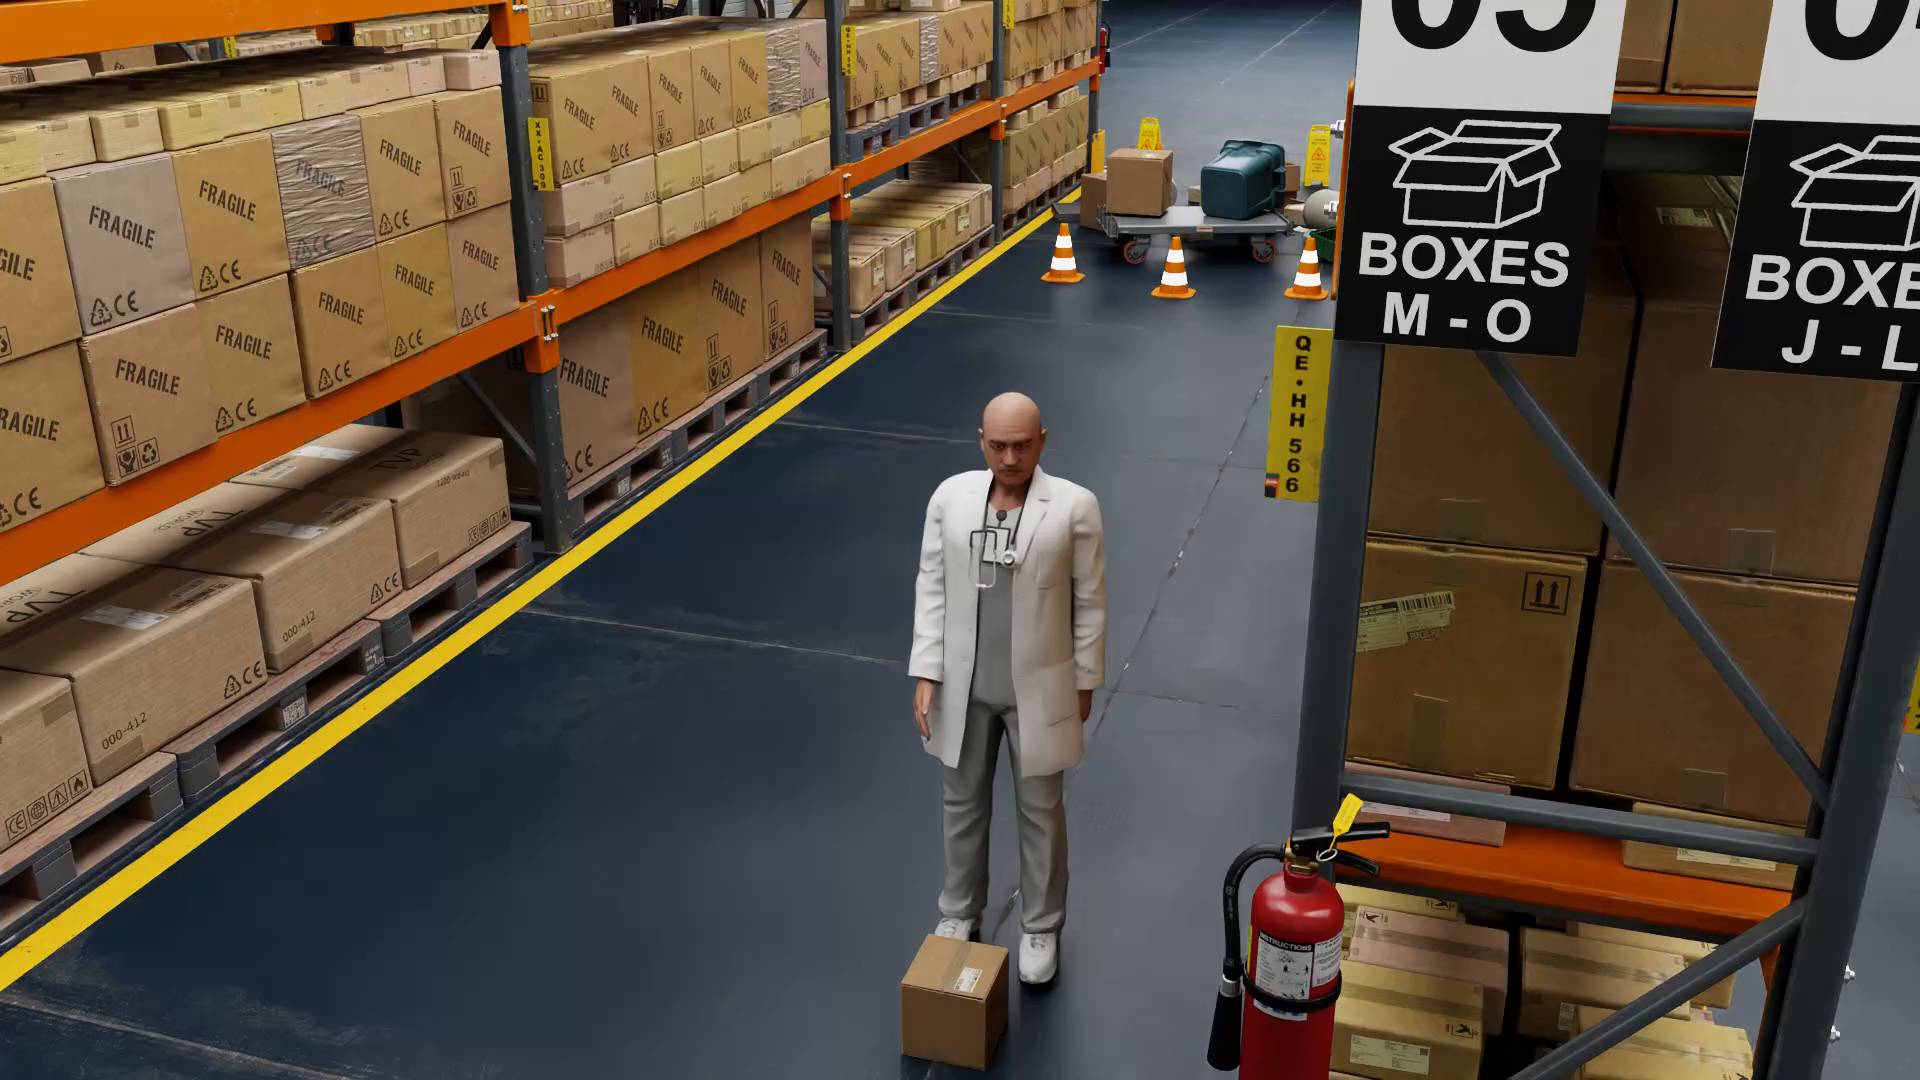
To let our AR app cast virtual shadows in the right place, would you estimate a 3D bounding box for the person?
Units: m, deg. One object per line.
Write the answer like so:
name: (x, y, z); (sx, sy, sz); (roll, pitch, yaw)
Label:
person: (0.124, 0.455, 4.931); (0.573, 1.789, 0.459); (6, 22, 15)
